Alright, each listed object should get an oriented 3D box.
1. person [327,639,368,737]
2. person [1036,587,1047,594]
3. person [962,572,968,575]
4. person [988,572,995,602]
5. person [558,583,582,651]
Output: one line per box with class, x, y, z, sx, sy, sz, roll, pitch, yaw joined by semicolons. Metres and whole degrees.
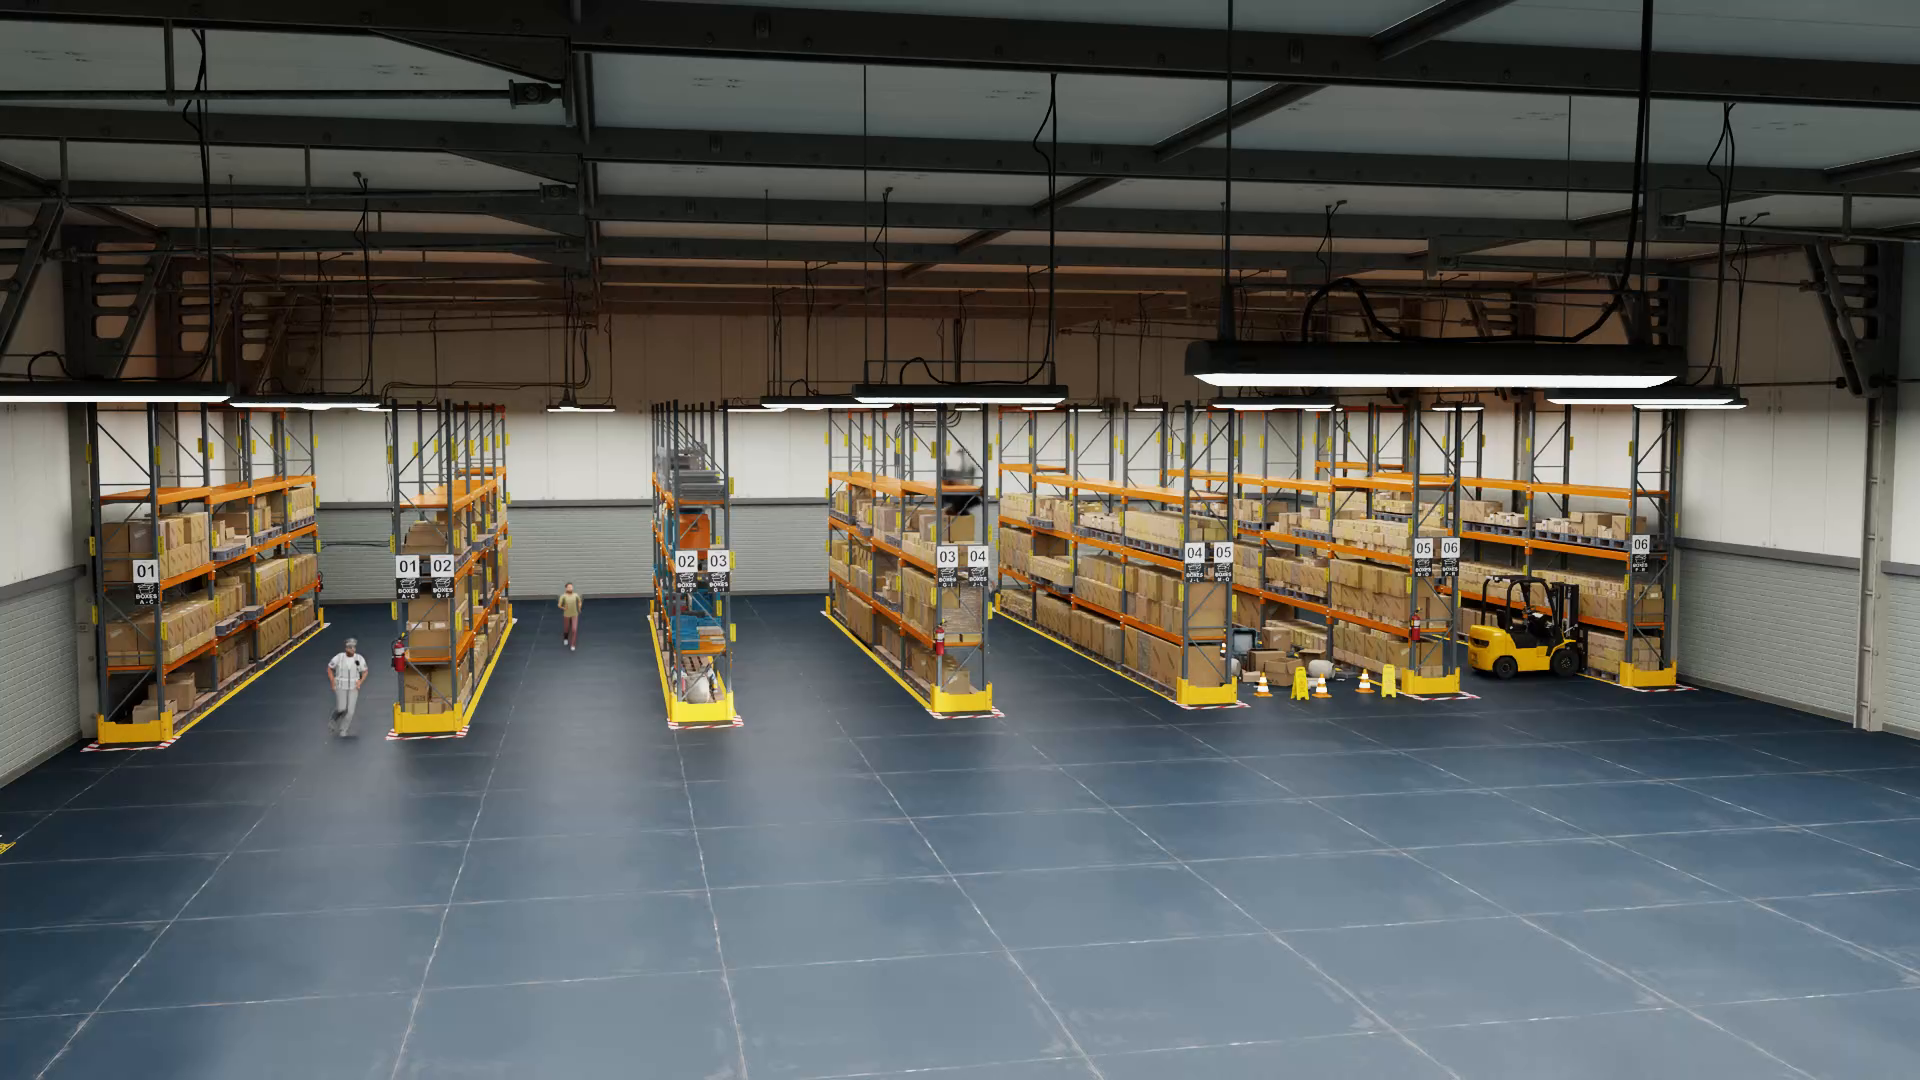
person;-10.941;2.646;29.778;0.670;1.776;0.579;-3;5;-31
person;2.339;1.095;49.800;0.671;1.769;0.682;2;5;30
person;0.111;1.334;47.007;0.588;1.677;0.622;-1;4;-8
person;0.589;1.461;44.797;0.690;1.778;0.800;0;4;-2
person;-9.482;1.853;40.490;0.589;1.634;0.806;-2;5;-21
